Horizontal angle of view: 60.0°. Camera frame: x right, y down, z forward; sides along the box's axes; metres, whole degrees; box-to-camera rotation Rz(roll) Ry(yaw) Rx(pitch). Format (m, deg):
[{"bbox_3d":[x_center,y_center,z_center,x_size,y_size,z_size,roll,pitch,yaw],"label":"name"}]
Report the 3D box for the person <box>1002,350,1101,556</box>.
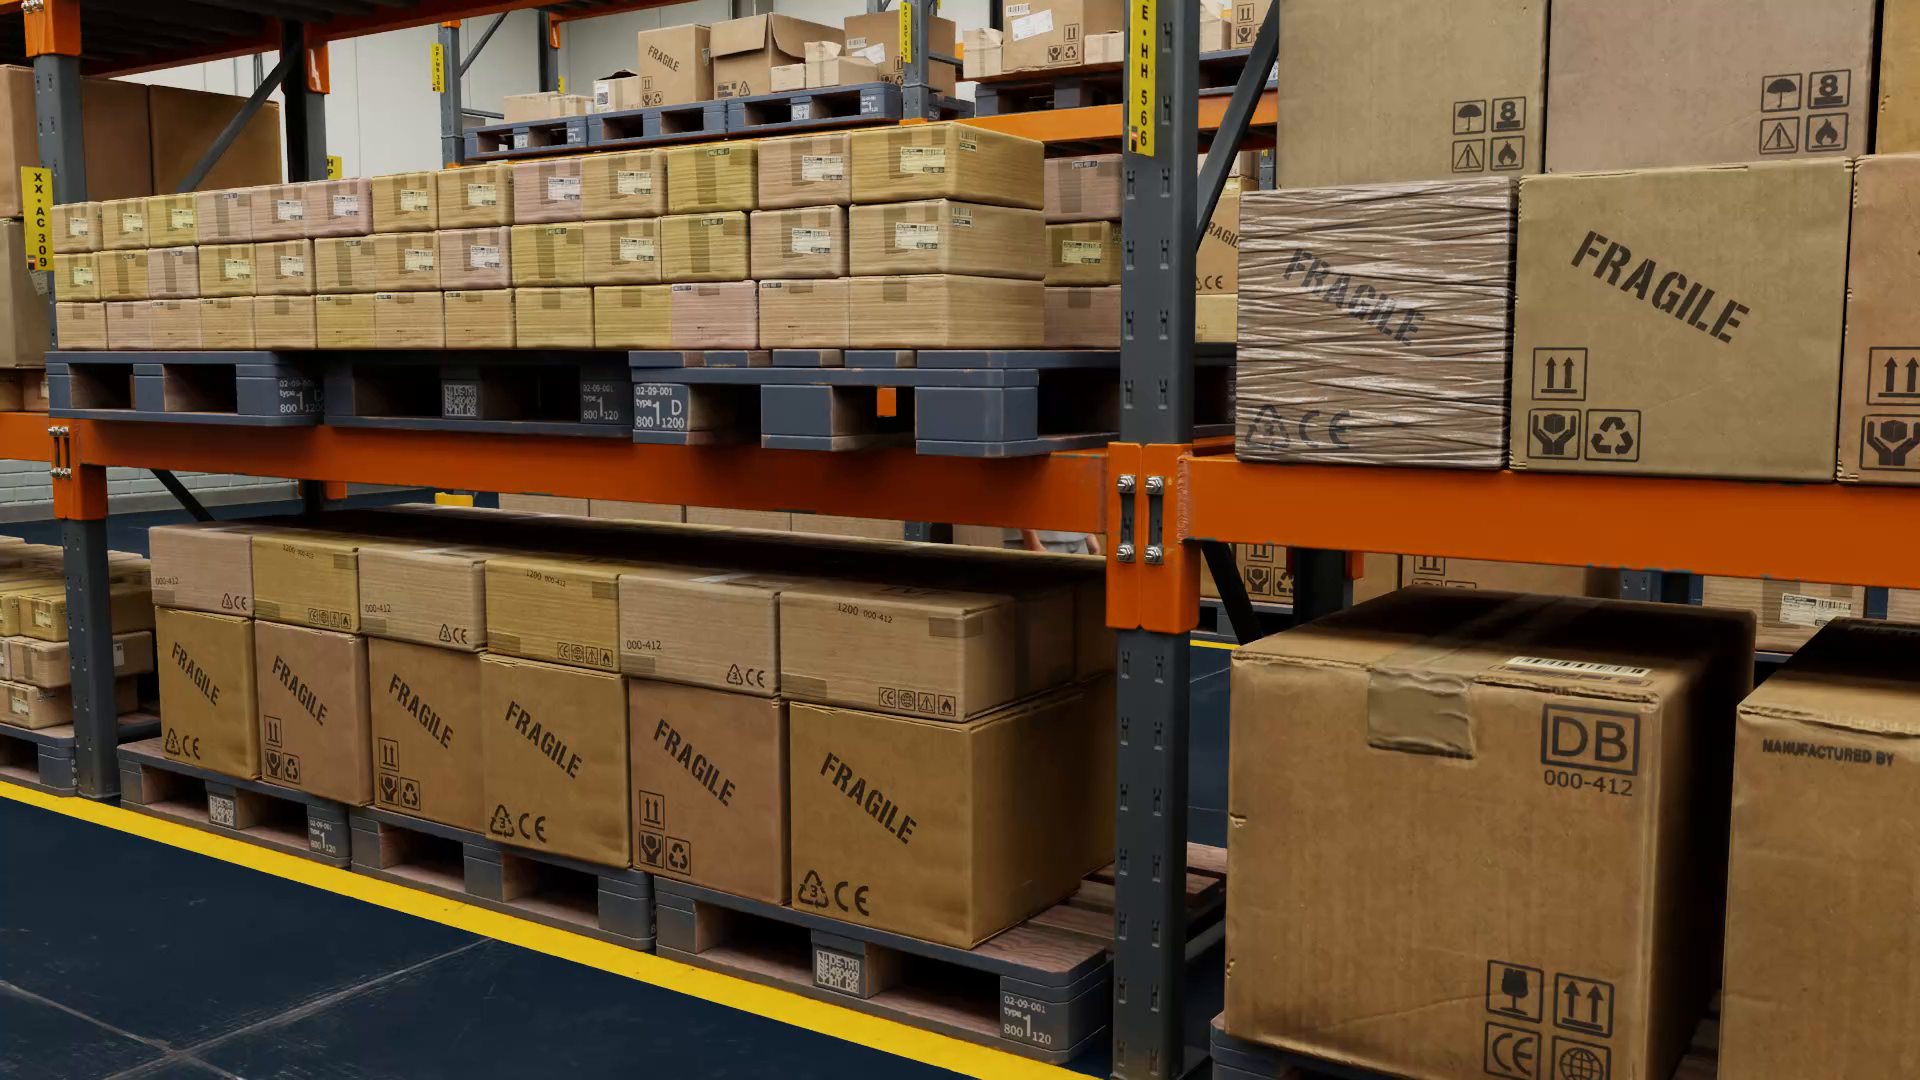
[{"bbox_3d":[0.329,0.023,5.759,0.355,1.673,0.513,4,7,31],"label":"person"}]
